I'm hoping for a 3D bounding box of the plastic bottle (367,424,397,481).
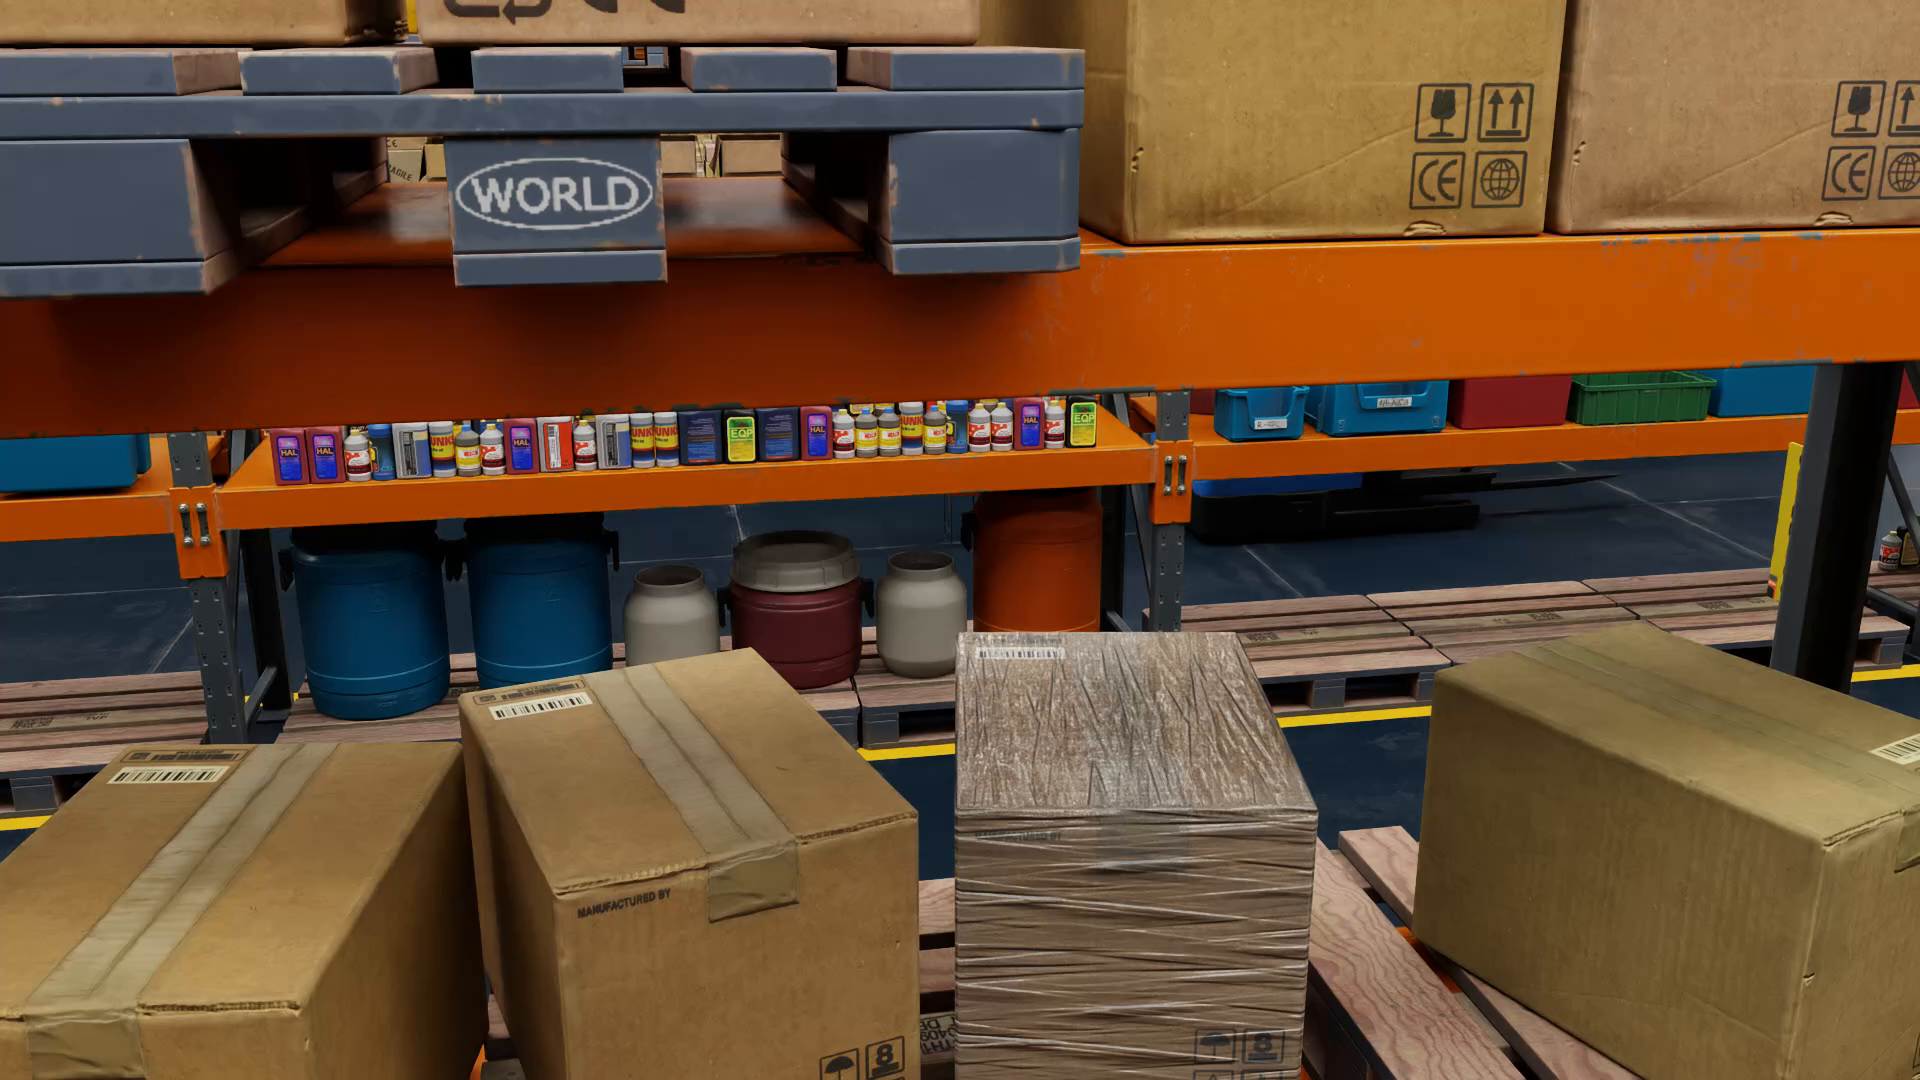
[{"bbox_3d":[-2.312,-0.378,6.654,0.097,0.271,0.097,0,17,0],"label":"plastic bottle"}]

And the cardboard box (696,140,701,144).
[{"bbox_3d":[-2.724,-3.926,16.683,0.250,0.149,0.380,-3,17,-9],"label":"cardboard box"}]

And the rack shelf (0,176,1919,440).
[{"bbox_3d":[-0.190,-0.291,2.268,4.000,0.370,1.077,-3,17,-10],"label":"rack shelf"}]

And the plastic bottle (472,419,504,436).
[{"bbox_3d":[-2.041,-0.609,7.269,0.185,0.351,0.144,-3,17,-10],"label":"plastic bottle"}]

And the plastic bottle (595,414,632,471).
[{"bbox_3d":[-1.426,-0.439,6.844,0.135,0.276,0.152,-3,17,-10],"label":"plastic bottle"}]

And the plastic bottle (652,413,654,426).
[{"bbox_3d":[-1.442,-0.621,7.564,0.097,0.201,0.097,0,17,0],"label":"plastic bottle"}]

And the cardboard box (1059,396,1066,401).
[{"bbox_3d":[0.552,-1.227,12.706,0.500,0.500,0.700,-4,18,-13],"label":"cardboard box"}]

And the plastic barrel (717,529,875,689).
[{"bbox_3d":[-0.748,0.306,7.598,0.708,0.588,0.600,-3,17,-10],"label":"plastic barrel"}]

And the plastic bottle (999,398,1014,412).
[{"bbox_3d":[0.232,-0.750,7.863,0.097,0.271,0.097,0,17,0],"label":"plastic bottle"}]

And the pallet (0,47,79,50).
[{"bbox_3d":[-1.500,-0.450,1.879,1.003,0.211,1.213,-3,17,-10],"label":"pallet"}]

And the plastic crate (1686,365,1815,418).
[{"bbox_3d":[3.741,-0.805,7.851,0.575,0.384,0.392,-3,17,-10],"label":"plastic crate"}]

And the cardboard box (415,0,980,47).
[{"bbox_3d":[-0.336,-0.902,1.975,0.600,0.600,0.600,-4,18,-13],"label":"cardboard box"}]

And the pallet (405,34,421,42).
[{"bbox_3d":[-2.339,-1.933,6.711,1.003,0.211,1.213,-3,17,-10],"label":"pallet"}]

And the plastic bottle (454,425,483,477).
[{"bbox_3d":[-1.989,-0.363,6.724,0.097,0.201,0.097,0,17,0],"label":"plastic bottle"}]

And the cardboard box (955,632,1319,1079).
[{"bbox_3d":[0.242,0.502,2.682,0.500,0.500,0.700,0,17,0],"label":"cardboard box"}]

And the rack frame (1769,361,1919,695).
[{"bbox_3d":[1.774,0.687,2.965,0.127,3.000,1.000,-3,17,-10],"label":"rack frame"}]

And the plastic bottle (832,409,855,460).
[{"bbox_3d":[-0.491,-0.448,7.001,0.097,0.201,0.097,0,17,0],"label":"plastic bottle"}]

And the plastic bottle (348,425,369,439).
[{"bbox_3d":[-2.656,-0.553,7.340,0.097,0.201,0.097,0,17,0],"label":"plastic bottle"}]

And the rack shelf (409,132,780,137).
[{"bbox_3d":[-1.126,-1.719,6.917,4.000,0.370,1.077,-3,17,-10],"label":"rack shelf"}]

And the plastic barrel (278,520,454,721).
[{"bbox_3d":[-2.552,0.259,7.219,0.708,0.901,0.600,-3,17,-10],"label":"plastic barrel"}]

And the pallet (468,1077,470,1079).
[{"bbox_3d":[-1.349,0.989,2.310,1.213,0.211,1.003,-3,17,-10],"label":"pallet"}]

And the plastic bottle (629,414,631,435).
[{"bbox_3d":[-1.509,-0.606,7.394,0.097,0.271,0.097,0,17,0],"label":"plastic bottle"}]

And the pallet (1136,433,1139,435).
[{"bbox_3d":[0.665,-0.879,12.813,1.213,0.211,1.003,-3,17,-10],"label":"pallet"}]

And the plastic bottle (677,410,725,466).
[{"bbox_3d":[-1.078,-0.494,6.894,0.185,0.351,0.144,-3,17,-10],"label":"plastic bottle"}]

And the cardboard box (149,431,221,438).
[{"bbox_3d":[-5.576,-1.067,11.581,0.875,0.875,0.875,-3,17,-10],"label":"cardboard box"}]

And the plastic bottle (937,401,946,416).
[{"bbox_3d":[-0.061,-0.654,7.671,0.097,0.201,0.097,0,17,0],"label":"plastic bottle"}]

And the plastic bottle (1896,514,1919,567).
[{"bbox_3d":[5.175,0.003,9.071,0.133,0.283,0.061,-2,17,-8],"label":"plastic bottle"}]

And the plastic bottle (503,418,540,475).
[{"bbox_3d":[-1.777,-0.409,6.734,0.133,0.283,0.061,-3,17,-10],"label":"plastic bottle"}]

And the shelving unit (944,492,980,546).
[{"bbox_3d":[0.014,-0.574,10.138,0.189,1.200,0.258,-3,17,-10],"label":"shelving unit"}]

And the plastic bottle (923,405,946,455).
[{"bbox_3d":[-0.109,-0.470,7.072,0.097,0.201,0.097,0,17,0],"label":"plastic bottle"}]

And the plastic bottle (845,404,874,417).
[{"bbox_3d":[-0.470,-0.721,7.750,0.133,0.283,0.061,-3,17,-10],"label":"plastic bottle"}]

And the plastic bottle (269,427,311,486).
[{"bbox_3d":[-2.649,-0.360,6.573,0.133,0.283,0.061,-3,17,-10],"label":"plastic bottle"}]

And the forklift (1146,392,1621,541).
[{"bbox_3d":[2.809,-1.609,10.558,3.031,2.935,1.130,-4,18,-13],"label":"forklift"}]

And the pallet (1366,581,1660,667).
[{"bbox_3d":[2.801,0.493,8.346,1.213,0.211,1.003,-3,17,-10],"label":"pallet"}]

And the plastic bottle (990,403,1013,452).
[{"bbox_3d":[0.178,-0.486,7.125,0.097,0.201,0.097,0,17,0],"label":"plastic bottle"}]

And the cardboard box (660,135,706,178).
[{"bbox_3d":[-2.121,-2.585,11.741,0.637,0.503,0.797,-3,17,-9],"label":"cardboard box"}]

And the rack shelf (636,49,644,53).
[{"bbox_3d":[-3.946,-6.004,20.867,4.000,0.370,1.077,-3,17,-10],"label":"rack shelf"}]

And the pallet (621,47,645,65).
[{"bbox_3d":[-1.822,-3.398,11.479,1.213,0.211,1.003,-2,17,-8],"label":"pallet"}]

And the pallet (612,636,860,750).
[{"bbox_3d":[-1.124,0.715,7.624,1.213,0.211,1.003,-3,17,-10],"label":"pallet"}]

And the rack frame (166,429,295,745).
[{"bbox_3d":[-3.090,-0.518,6.890,0.127,3.000,1.000,-3,17,-10],"label":"rack frame"}]

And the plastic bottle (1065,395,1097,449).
[{"bbox_3d":[0.521,-0.540,7.158,0.133,0.283,0.061,-3,17,-10],"label":"plastic bottle"}]

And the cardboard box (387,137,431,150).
[{"bbox_3d":[-5.281,-3.945,15.668,0.500,0.500,0.500,-4,17,-12],"label":"cardboard box"}]

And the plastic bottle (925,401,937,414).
[{"bbox_3d":[-0.103,-0.725,7.774,0.135,0.276,0.152,-3,17,-10],"label":"plastic bottle"}]

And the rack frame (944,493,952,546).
[{"bbox_3d":[-0.076,-0.569,10.122,0.006,1.200,0.240,-3,17,-10],"label":"rack frame"}]

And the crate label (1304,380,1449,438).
[{"bbox_3d":[1.864,-0.735,7.536,0.616,0.435,0.502,-3,17,-10],"label":"crate label"}]

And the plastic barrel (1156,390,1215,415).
[{"bbox_3d":[1.236,-0.919,7.963,0.708,0.536,0.600,-3,17,-10],"label":"plastic barrel"}]
